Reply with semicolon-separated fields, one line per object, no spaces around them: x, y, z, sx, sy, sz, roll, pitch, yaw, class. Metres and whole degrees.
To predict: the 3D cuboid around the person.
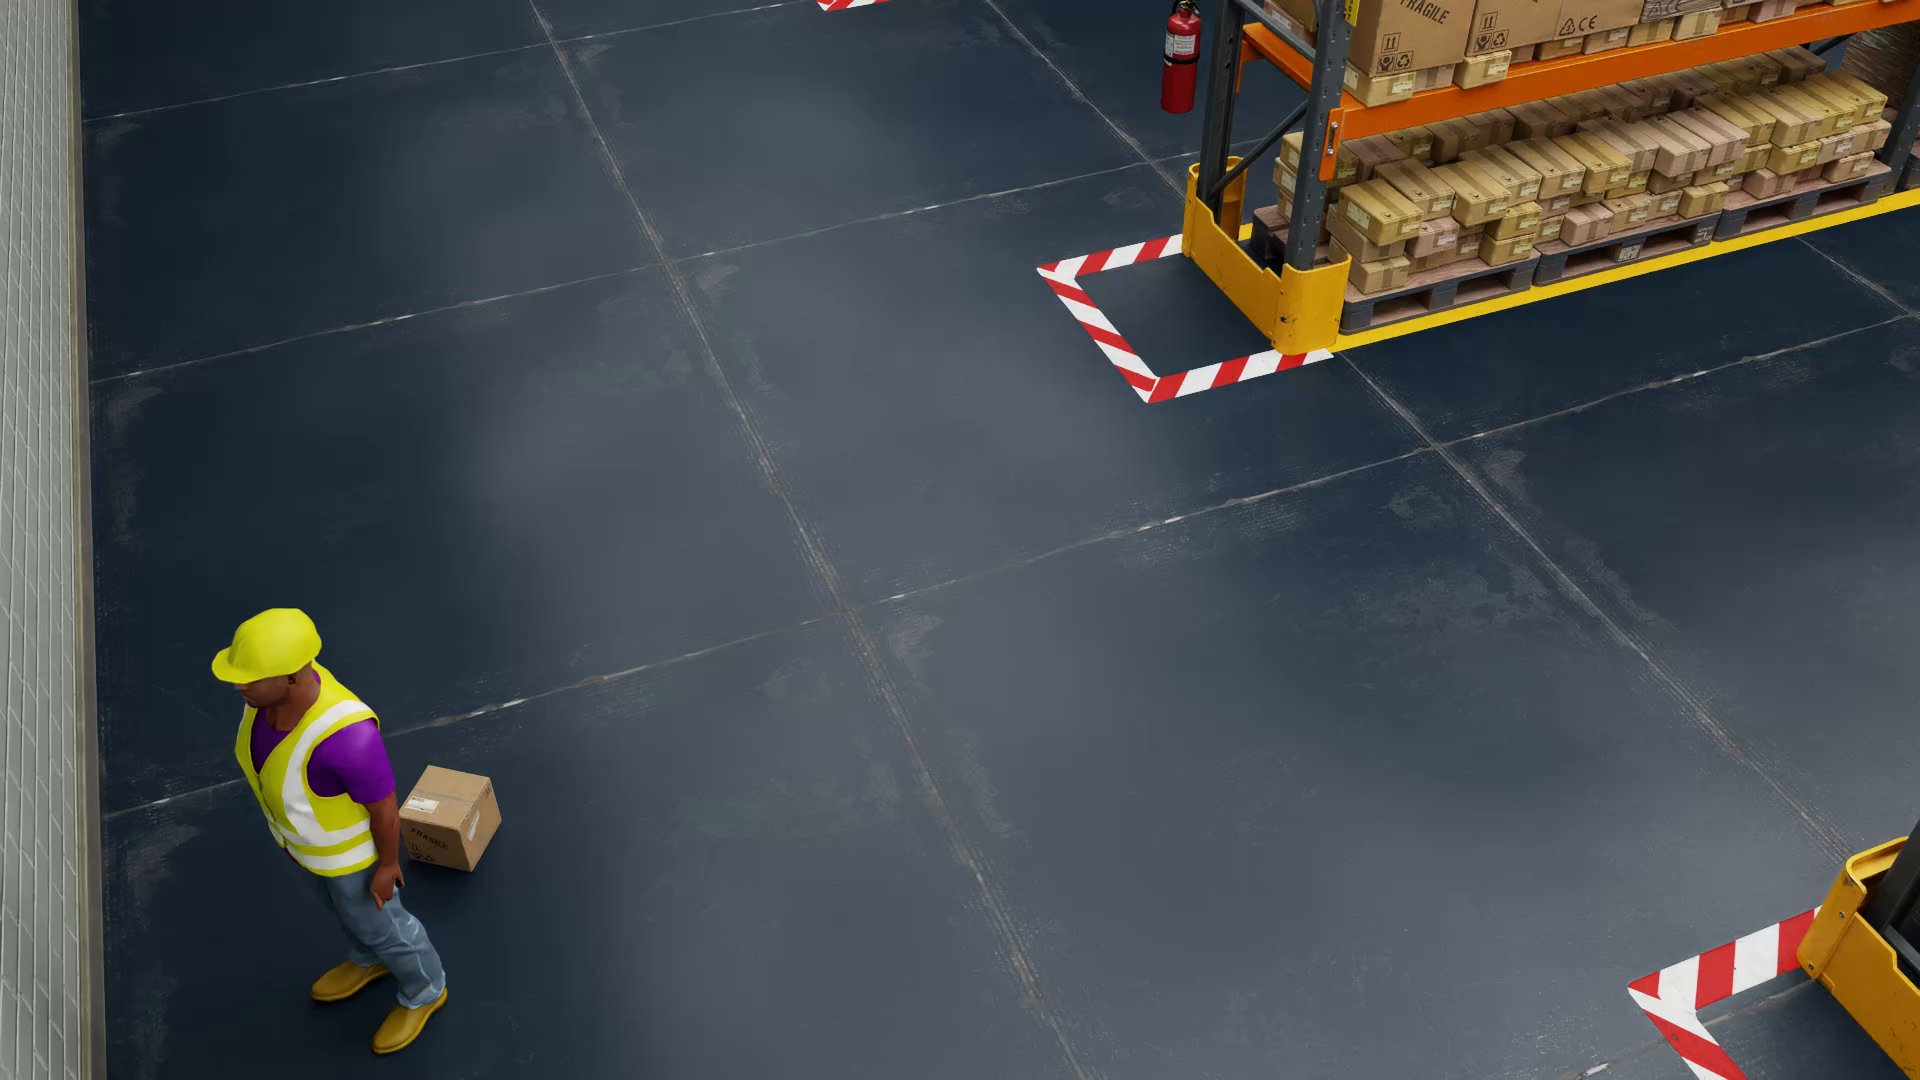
-1.937;0.903;5.119;0.564;1.771;0.390;30;49;29;person
